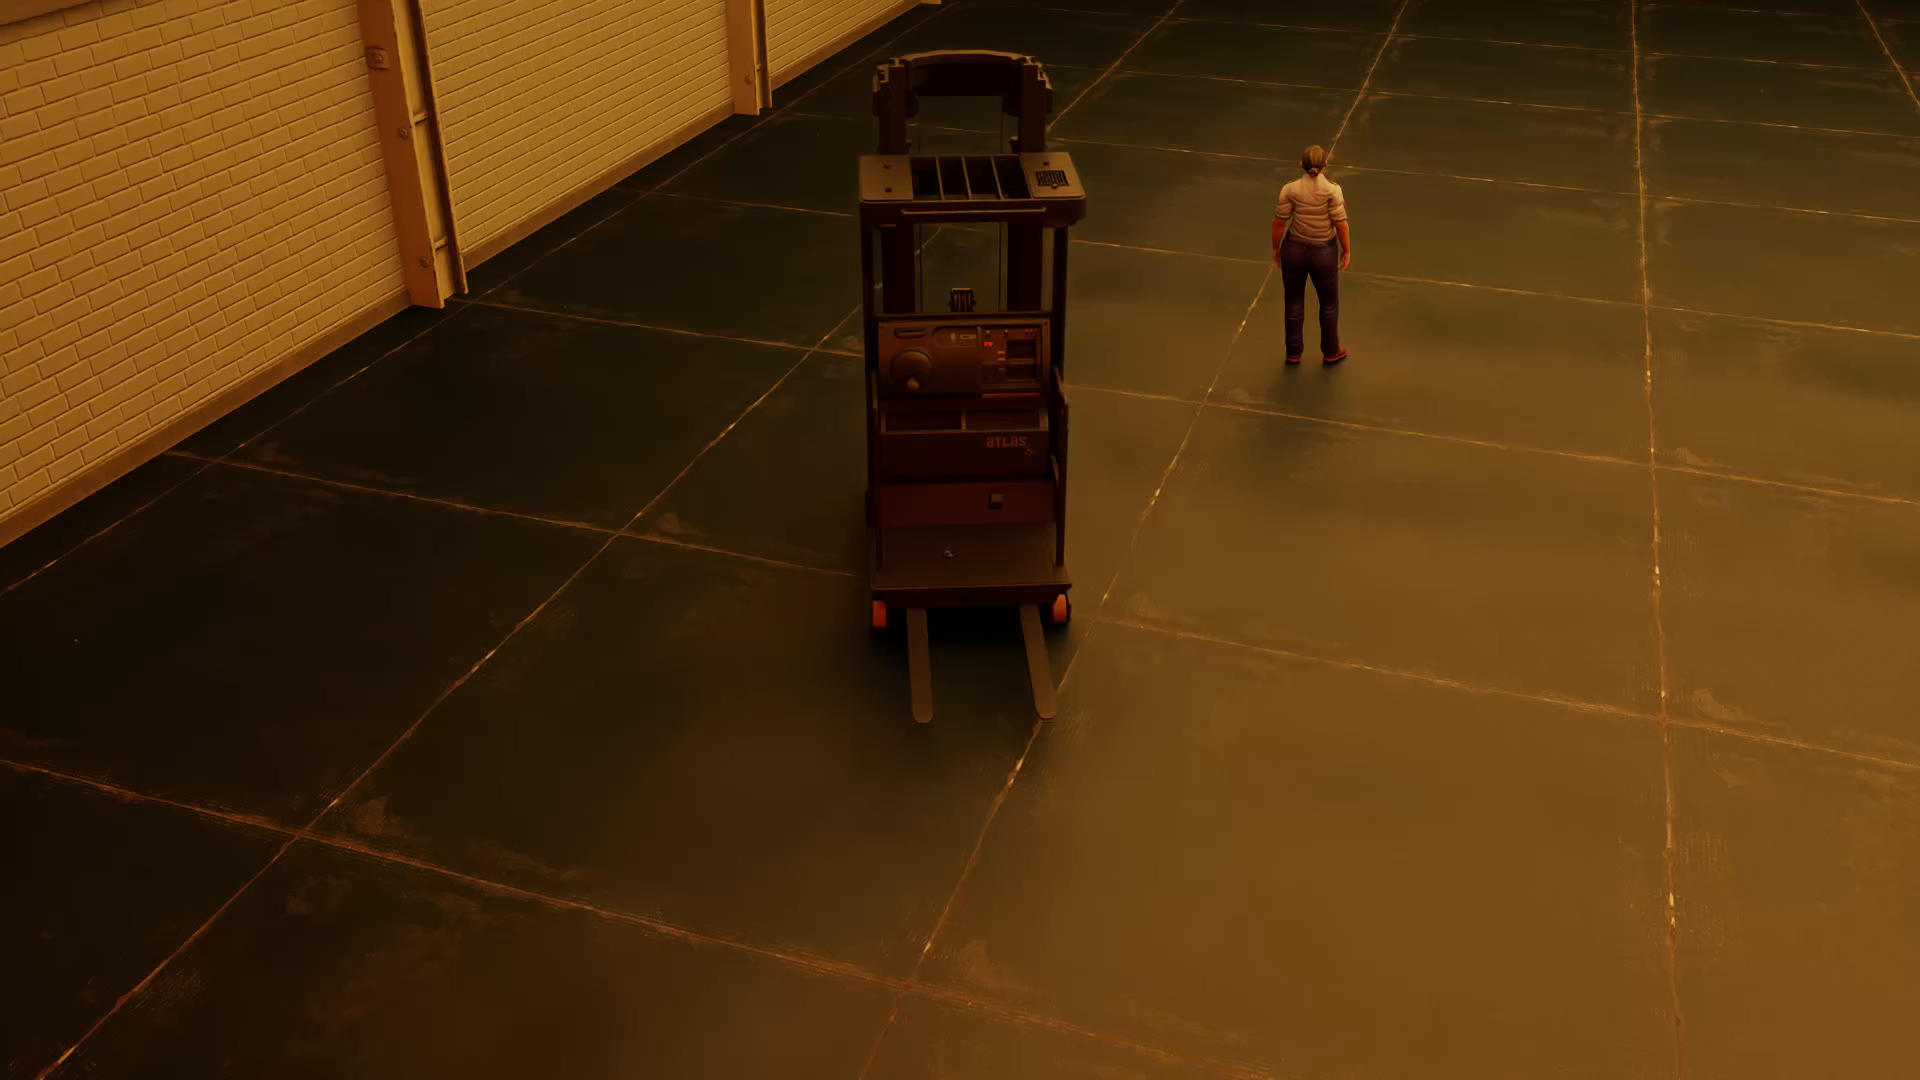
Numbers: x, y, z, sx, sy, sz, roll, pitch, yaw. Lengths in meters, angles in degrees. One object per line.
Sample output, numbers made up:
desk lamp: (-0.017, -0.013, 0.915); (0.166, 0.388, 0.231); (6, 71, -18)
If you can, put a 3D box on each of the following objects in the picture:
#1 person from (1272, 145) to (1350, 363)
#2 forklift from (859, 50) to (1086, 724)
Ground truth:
person: (2.571, -2.081, 12.078); (0.598, 1.642, 0.502); (11, 32, 19)
forklift: (0.037, -0.948, 8.799); (1.130, 2.935, 3.031); (-2, 30, -3)
